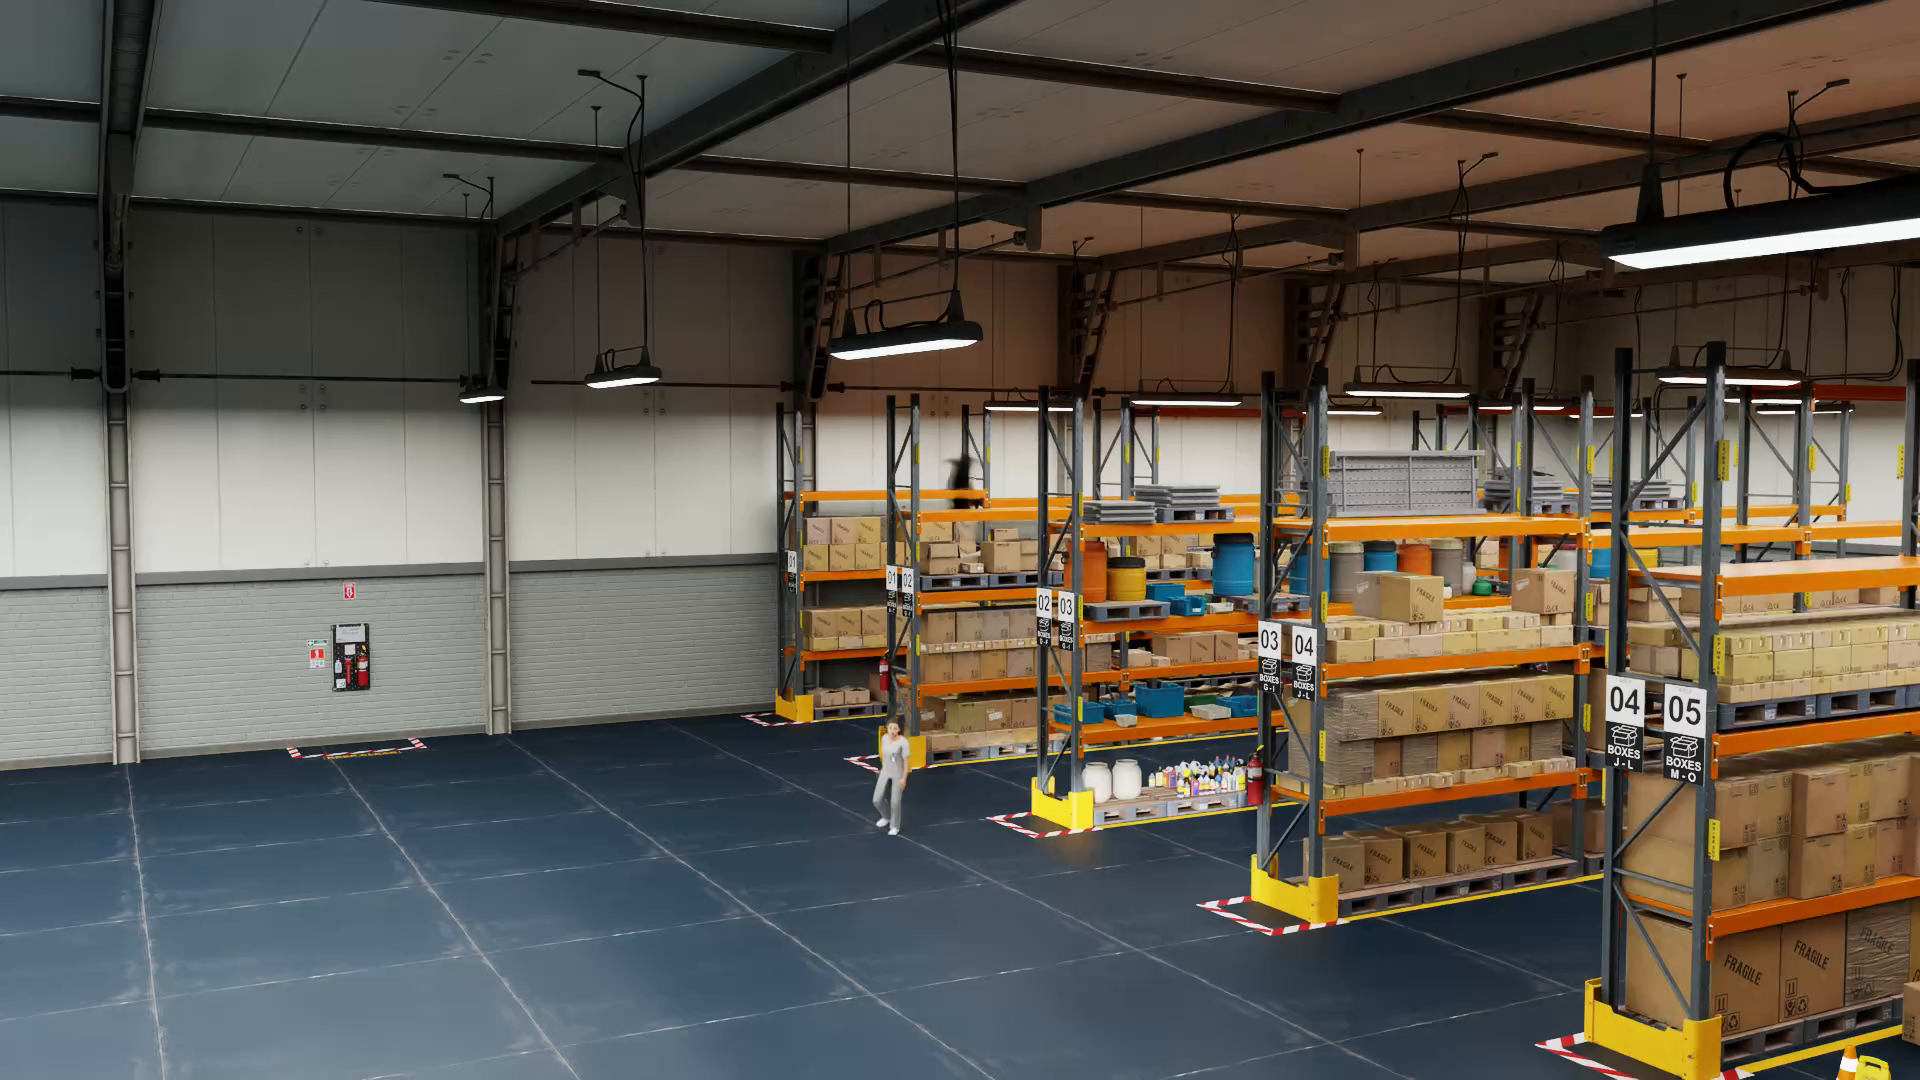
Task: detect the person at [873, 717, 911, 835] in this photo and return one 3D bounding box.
[{"bbox_3d":[-0.877,3.110,21.974,0.588,1.616,0.553,1,4,23],"label":"person"}]
